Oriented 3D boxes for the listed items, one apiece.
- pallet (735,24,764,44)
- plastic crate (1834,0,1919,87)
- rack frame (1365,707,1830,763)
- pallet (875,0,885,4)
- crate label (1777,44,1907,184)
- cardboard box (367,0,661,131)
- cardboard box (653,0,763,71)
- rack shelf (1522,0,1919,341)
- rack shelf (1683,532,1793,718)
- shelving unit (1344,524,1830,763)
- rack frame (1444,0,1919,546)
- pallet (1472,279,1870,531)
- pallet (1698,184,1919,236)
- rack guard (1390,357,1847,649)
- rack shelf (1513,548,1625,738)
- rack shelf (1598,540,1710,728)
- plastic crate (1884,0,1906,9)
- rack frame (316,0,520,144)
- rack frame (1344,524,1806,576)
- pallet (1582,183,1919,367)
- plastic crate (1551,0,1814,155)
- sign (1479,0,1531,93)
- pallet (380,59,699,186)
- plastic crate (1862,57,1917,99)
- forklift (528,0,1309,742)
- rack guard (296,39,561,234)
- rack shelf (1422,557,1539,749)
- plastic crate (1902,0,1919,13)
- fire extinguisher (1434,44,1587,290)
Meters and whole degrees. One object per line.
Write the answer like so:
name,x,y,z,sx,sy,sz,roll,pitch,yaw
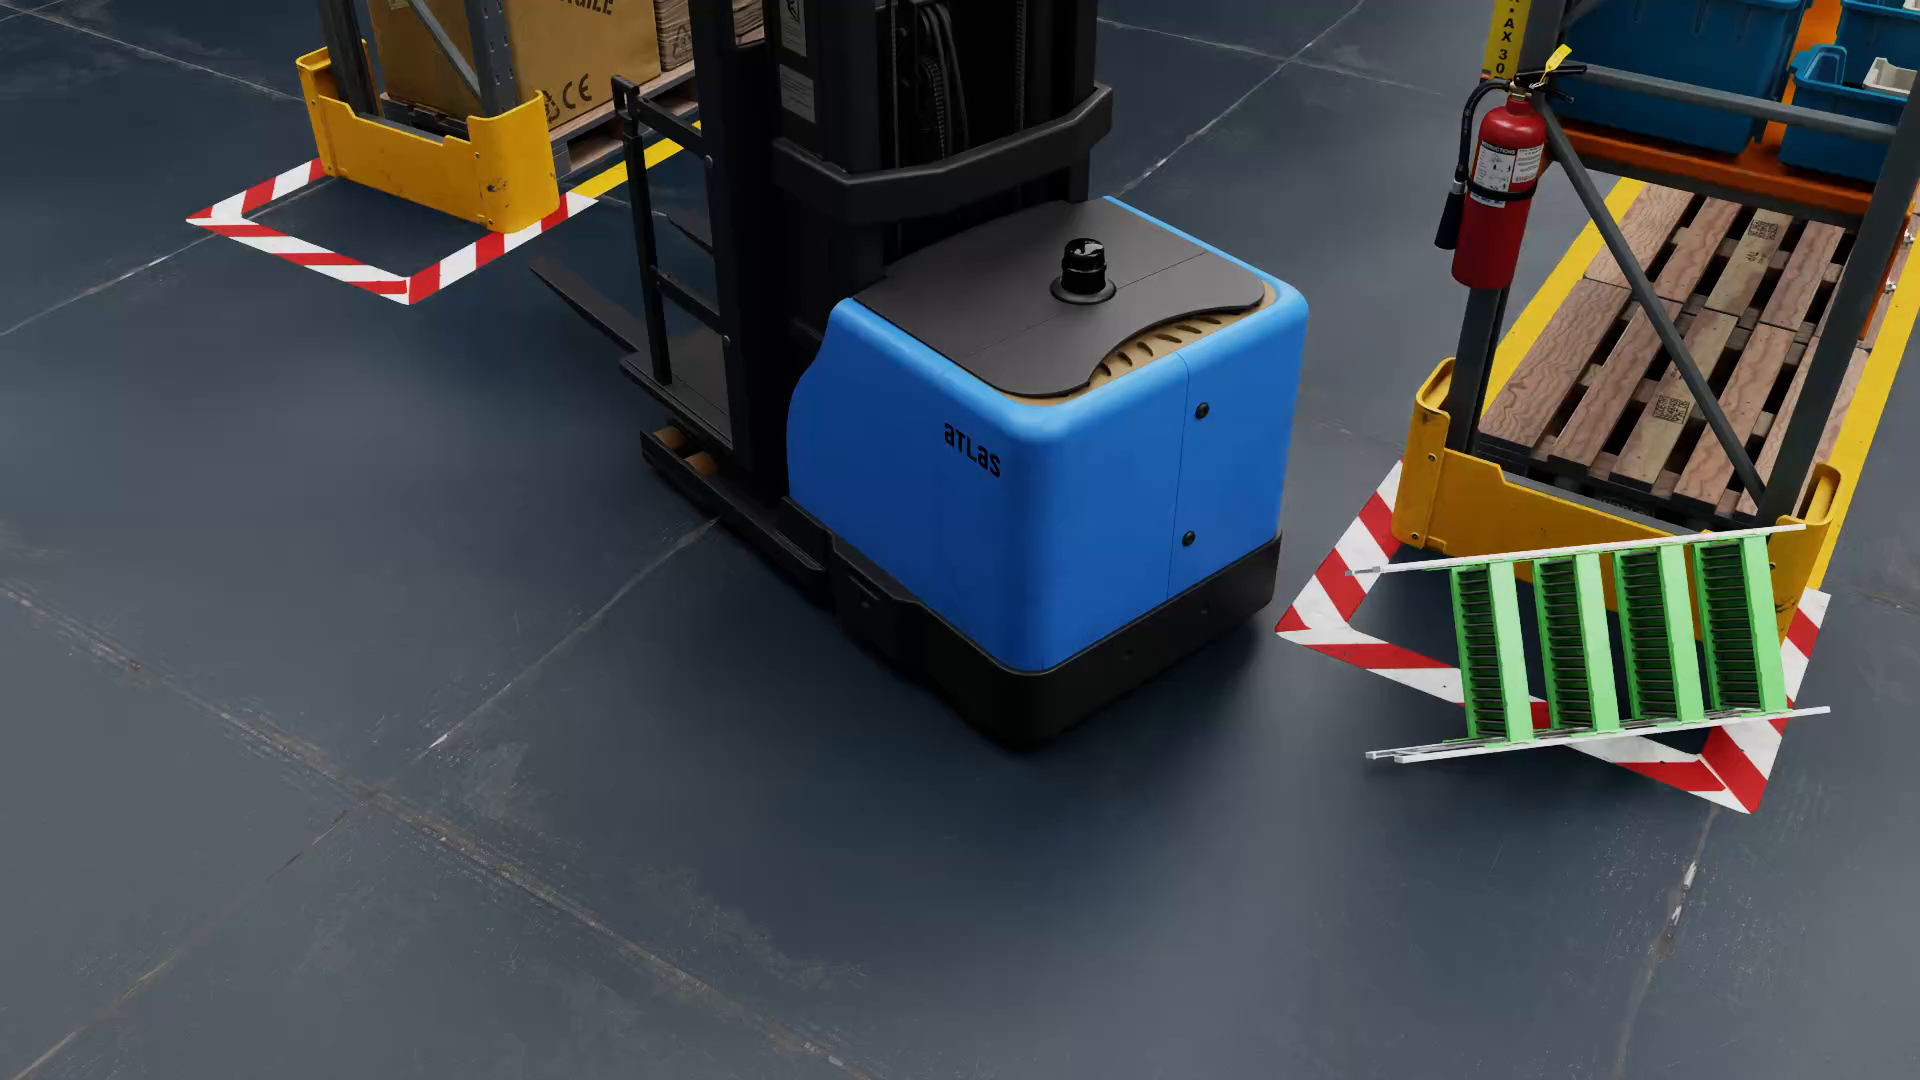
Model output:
pallet,-1.236,-2.694,8.572,1.003,0.211,1.213,21,42,25
plastic crate,2.693,-1.431,4.737,0.416,0.233,0.300,21,42,25
rack frame,1.692,0.512,4.421,1.200,0.015,0.240,-5,-3,-9
pallet,-0.583,-3.326,9.391,1.003,0.211,1.213,21,42,25
crate label,2.340,-1.091,4.297,0.416,0.233,0.303,21,42,25
cardboard box,-1.977,-2.415,7.323,0.875,0.875,0.875,21,42,25
cardboard box,-1.490,-2.884,7.931,0.875,0.875,0.875,21,42,25
rack shelf,3.001,-1.860,5.796,1.077,0.370,4.000,21,42,25
rack shelf,2.077,0.232,4.502,0.148,0.480,0.258,-5,-3,-9
shelving unit,1.668,0.270,4.436,1.200,0.503,0.258,-5,-3,-9
rack frame,1.930,-1.114,4.239,1.000,3.000,0.127,21,42,25
pallet,2.404,-0.422,5.625,1.003,0.211,1.213,21,42,25
pallet,3.712,-1.680,7.257,1.003,0.211,1.213,21,42,25
rack guard,1.928,-0.108,4.980,1.175,0.500,0.348,21,42,25
rack shelf,1.605,0.275,4.426,0.148,0.480,0.258,-5,-3,-9
rack shelf,1.841,0.254,4.464,0.148,0.480,0.258,-5,-3,-9
plastic crate,3.045,-1.770,5.177,0.416,0.233,0.300,21,42,25
rack frame,-2.252,-2.734,6.340,1.000,3.000,0.127,21,42,25
rack frame,1.643,0.027,4.451,1.200,0.015,0.240,-5,-3,-9
pallet,3.059,-1.049,6.438,1.003,0.211,1.213,21,42,25
plastic crate,1.951,-1.386,4.513,0.616,0.435,0.499,21,42,25
sign,1.457,-1.350,4.411,0.100,0.325,0.005,21,42,25
pallet,-1.890,-2.068,7.759,1.003,0.211,1.213,21,42,25
plastic crate,2.582,-1.191,4.506,0.250,0.136,0.298,21,42,25
forklift,-0.399,-1.453,4.735,1.130,2.935,3.031,-27,45,-30
rack guard,-2.265,-1.732,7.087,1.175,0.500,0.348,21,42,25
rack shelf,1.369,0.297,4.388,0.148,0.480,0.258,-5,-3,-9
plastic crate,2.945,-1.541,4.959,0.250,0.136,0.298,21,42,25
fire extinguisher,1.465,-1.007,4.468,0.296,0.674,0.183,21,42,25
